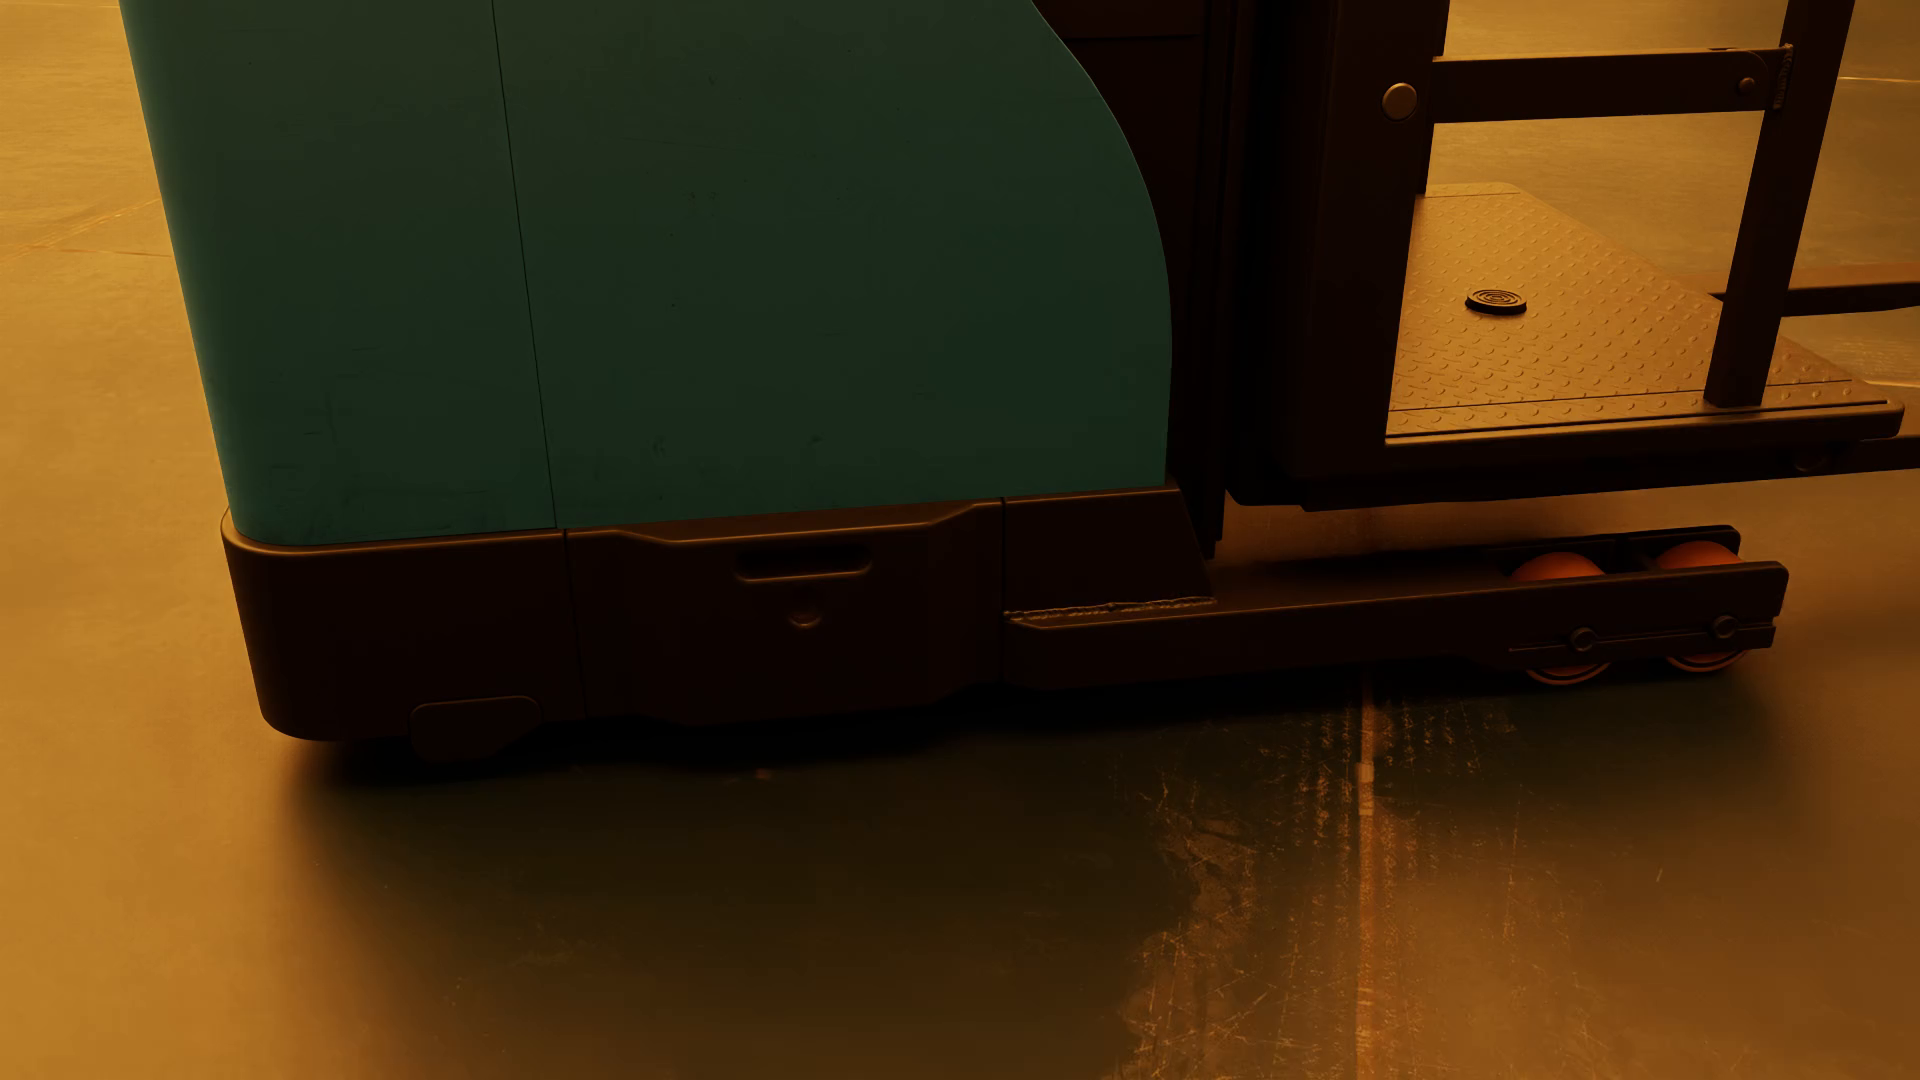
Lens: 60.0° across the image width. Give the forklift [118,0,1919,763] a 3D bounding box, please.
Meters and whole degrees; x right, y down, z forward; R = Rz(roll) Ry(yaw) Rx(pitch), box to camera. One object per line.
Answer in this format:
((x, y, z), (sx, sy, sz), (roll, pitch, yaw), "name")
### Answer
((0.600, -1.354, 1.930), (3.031, 2.935, 1.130), (-4, 27, -9), "forklift")
